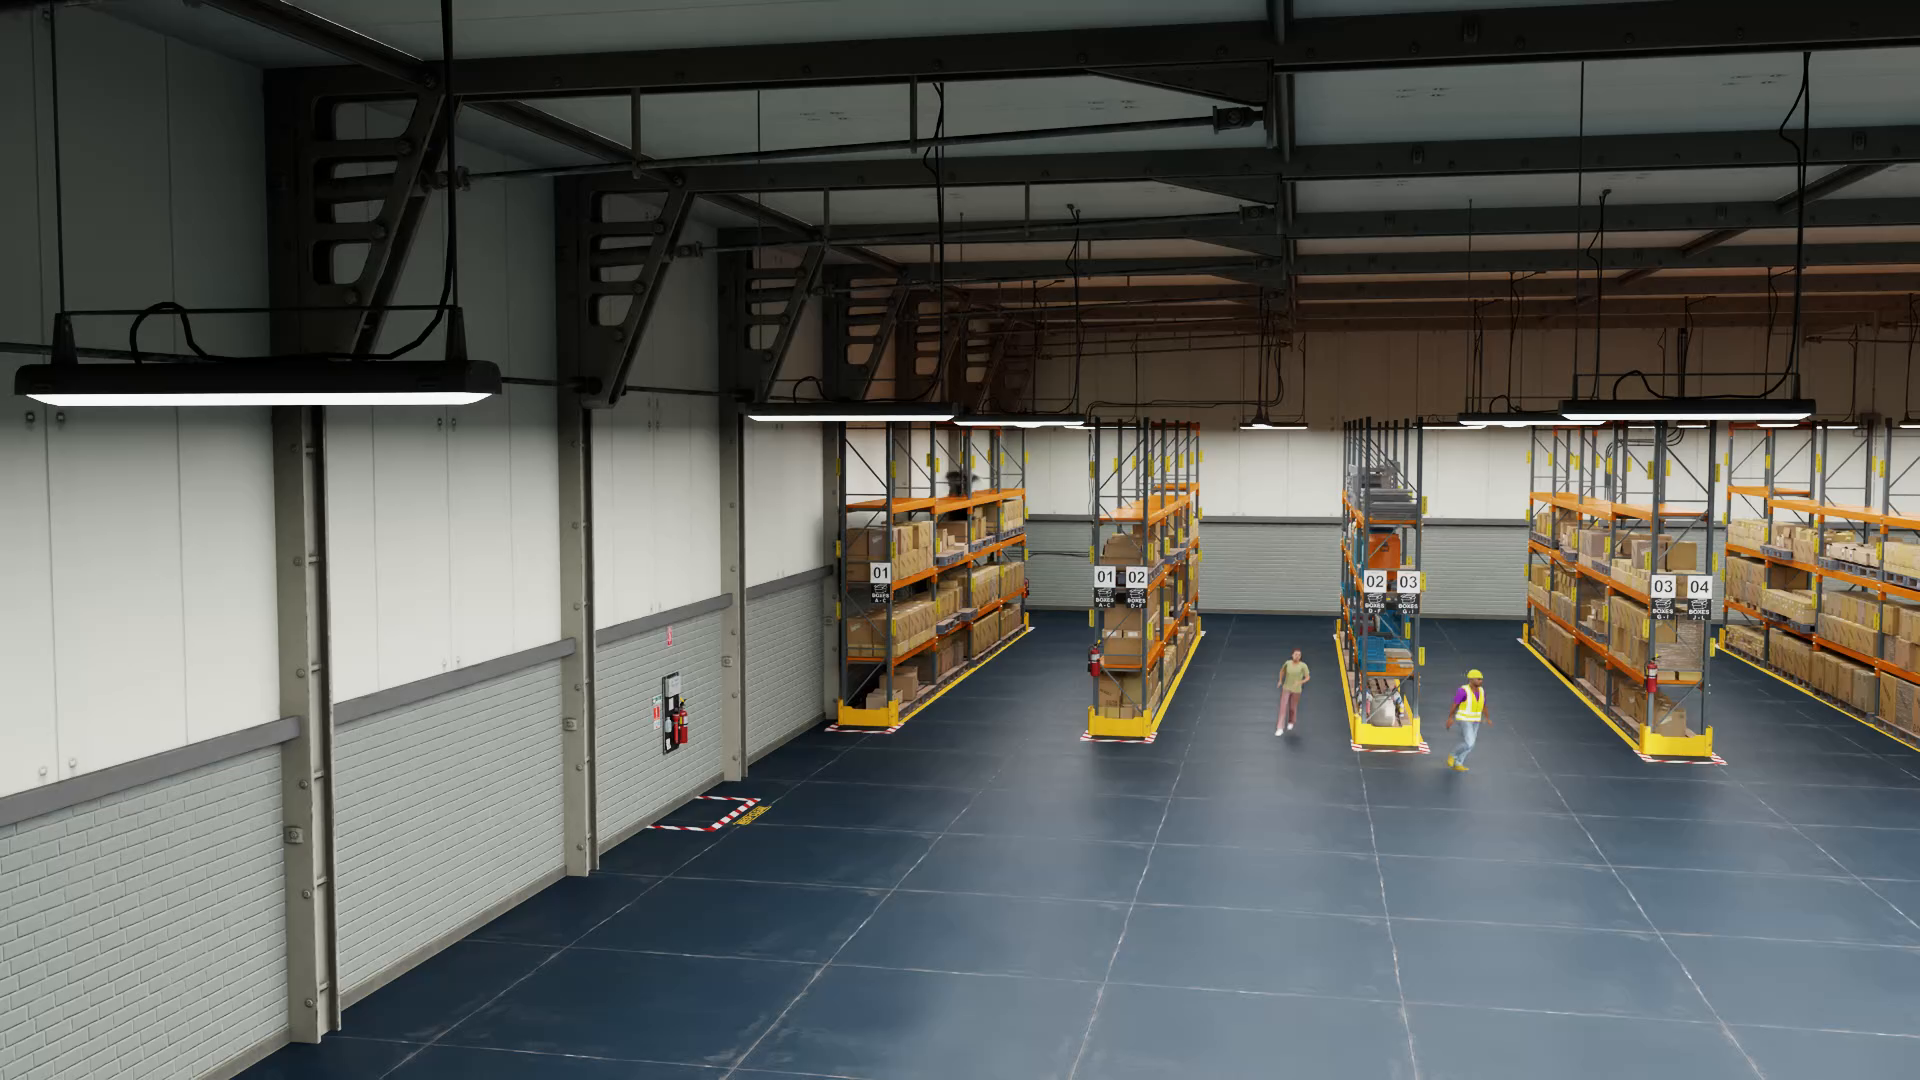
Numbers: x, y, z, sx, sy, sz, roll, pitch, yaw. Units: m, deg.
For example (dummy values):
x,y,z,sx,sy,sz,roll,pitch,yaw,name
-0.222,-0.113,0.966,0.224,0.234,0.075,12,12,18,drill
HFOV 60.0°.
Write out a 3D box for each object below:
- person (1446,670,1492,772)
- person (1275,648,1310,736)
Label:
x,y,z,sx,sy,sz,roll,pitch,yaw,name
8.548,3.038,27.971,0.697,1.728,0.571,-2,4,-32,person
6.278,2.831,31.324,0.615,1.618,1.004,1,4,20,person
